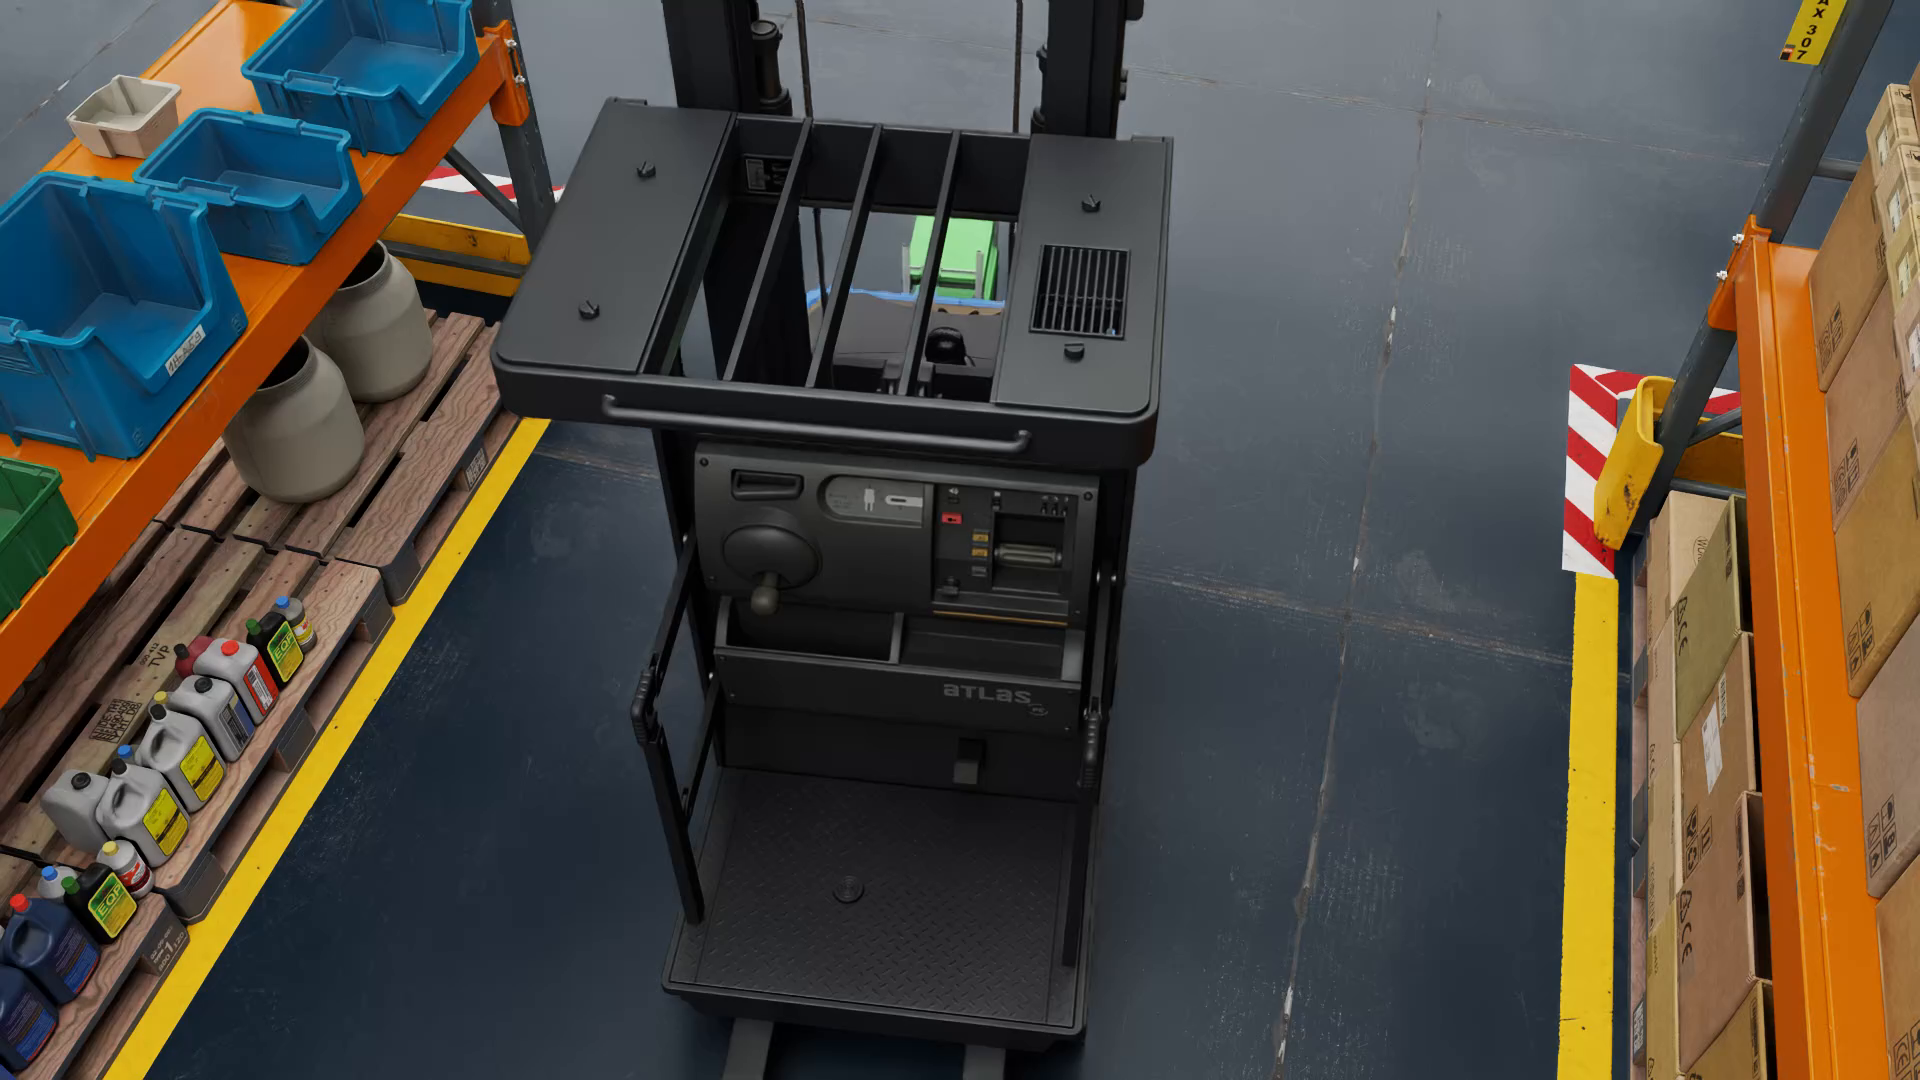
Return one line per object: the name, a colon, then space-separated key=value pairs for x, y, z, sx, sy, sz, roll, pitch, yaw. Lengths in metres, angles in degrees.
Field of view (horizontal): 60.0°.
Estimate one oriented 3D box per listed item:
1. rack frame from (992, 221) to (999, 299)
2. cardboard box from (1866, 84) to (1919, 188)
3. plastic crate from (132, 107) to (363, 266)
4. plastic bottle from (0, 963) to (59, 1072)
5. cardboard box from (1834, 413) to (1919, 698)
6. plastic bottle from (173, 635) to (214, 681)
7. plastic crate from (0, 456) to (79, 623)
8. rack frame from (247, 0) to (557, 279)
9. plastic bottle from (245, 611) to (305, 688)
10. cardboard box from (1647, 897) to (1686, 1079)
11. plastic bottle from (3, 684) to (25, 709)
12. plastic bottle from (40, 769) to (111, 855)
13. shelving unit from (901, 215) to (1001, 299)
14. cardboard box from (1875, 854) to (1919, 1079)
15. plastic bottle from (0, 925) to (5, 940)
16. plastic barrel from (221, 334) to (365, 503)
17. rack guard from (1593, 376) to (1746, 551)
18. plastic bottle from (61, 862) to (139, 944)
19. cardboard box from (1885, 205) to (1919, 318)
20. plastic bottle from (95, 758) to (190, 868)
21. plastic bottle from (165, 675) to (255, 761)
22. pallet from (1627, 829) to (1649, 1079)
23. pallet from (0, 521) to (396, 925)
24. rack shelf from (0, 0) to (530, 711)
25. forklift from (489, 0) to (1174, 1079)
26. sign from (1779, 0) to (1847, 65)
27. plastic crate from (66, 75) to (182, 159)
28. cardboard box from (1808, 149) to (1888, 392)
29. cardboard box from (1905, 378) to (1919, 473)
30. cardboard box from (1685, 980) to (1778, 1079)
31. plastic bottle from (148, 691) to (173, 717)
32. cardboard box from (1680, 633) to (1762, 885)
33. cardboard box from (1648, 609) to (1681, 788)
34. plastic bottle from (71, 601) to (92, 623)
rack frame: x=0.009 y=-0.831 z=5.684 sx=0.240 sy=1.200 sz=0.015 roll=5 pitch=49 yaw=5
cardboard box: x=2.477 y=-0.972 z=4.108 sx=0.380 sy=0.149 sz=0.250 roll=11 pitch=50 yaw=10
plastic crate: x=-2.009 y=-1.007 z=4.737 sx=0.499 sy=0.251 sz=0.408 roll=12 pitch=50 yaw=10
plastic bottle: x=-2.430 y=1.177 z=4.184 sx=0.144 sy=0.351 sz=0.185 roll=13 pitch=50 yaw=11
cardboard box: x=2.383 y=0.075 z=3.616 sx=0.700 sy=0.500 sz=0.500 roll=12 pitch=50 yaw=10
plastic bottle: x=-2.246 y=0.379 z=4.933 sx=0.061 sy=0.283 sz=0.133 roll=12 pitch=50 yaw=10
plastic crate: x=-2.413 y=0.092 z=3.810 sx=0.450 sy=0.188 sz=0.662 roll=12 pitch=50 yaw=10
rack frame: x=-1.990 y=-1.946 z=5.467 sx=1.000 sy=3.000 sz=0.127 roll=12 pitch=50 yaw=10
plastic bottle: x=-2.063 y=0.311 z=4.993 sx=0.061 sy=0.283 sz=0.133 roll=13 pitch=50 yaw=11
cardboard box: x=2.036 y=1.234 z=4.214 sx=0.500 sy=0.250 sz=0.500 roll=12 pitch=50 yaw=10
plastic bottle: x=-2.884 y=0.382 z=4.939 sx=0.097 sy=0.271 sz=0.097 roll=0 pitch=49 yaw=0
plastic bottle: x=-2.418 y=0.746 z=4.614 sx=0.152 sy=0.276 sz=0.135 roll=12 pitch=50 yaw=10
shelving unit: x=-0.021 y=-0.650 z=5.523 sx=0.258 sy=1.200 sz=0.503 roll=5 pitch=49 yaw=5
cardboard box: x=2.114 y=0.828 z=2.952 sx=0.700 sy=0.500 sz=0.500 roll=12 pitch=50 yaw=11
plastic bottle: x=-2.508 y=1.074 z=4.328 sx=0.097 sy=0.271 sz=0.097 roll=0 pitch=49 yaw=0
plastic barrel: x=-2.221 y=-0.408 z=5.488 sx=0.421 sy=0.512 sz=0.421 roll=0 pitch=49 yaw=0
rack guard: x=2.794 y=-0.156 z=5.554 sx=1.175 sy=0.500 sz=0.348 roll=12 pitch=50 yaw=10
plastic bottle: x=-2.297 y=0.951 z=4.428 sx=0.061 sy=0.283 sz=0.133 roll=14 pitch=50 yaw=12
cardboard box: x=2.343 y=-0.600 z=3.780 sx=0.380 sy=0.149 sz=0.250 roll=12 pitch=50 yaw=10
plastic bottle: x=-2.268 y=0.733 z=4.576 sx=0.144 sy=0.351 sz=0.185 roll=11 pitch=50 yaw=10
plastic bottle: x=-2.180 y=0.502 z=4.829 sx=0.152 sy=0.276 sz=0.135 roll=10 pitch=49 yaw=9
pallet: x=2.304 y=1.398 z=4.375 sx=1.003 sy=0.211 sz=1.213 roll=12 pitch=50 yaw=10
pallet: x=-2.507 y=0.507 z=5.161 sx=1.003 sy=0.211 sz=1.213 roll=12 pitch=50 yaw=10
rack shelf: x=-2.516 y=-0.261 z=4.460 sx=1.077 sy=0.370 sz=4.000 roll=12 pitch=50 yaw=10
forklift: x=-0.176 y=0.108 z=3.700 sx=1.130 sy=2.935 sz=3.031 roll=5 pitch=49 yaw=5
sign: x=2.254 y=-1.392 z=4.348 sx=0.100 sy=0.325 sz=0.005 roll=12 pitch=50 yaw=10
plastic crate: x=-2.536 y=-1.275 z=5.050 sx=0.298 sy=0.136 sz=0.250 roll=12 pitch=50 yaw=10
cardboard box: x=2.653 y=-0.663 z=4.268 sx=0.700 sy=0.500 sz=0.500 roll=12 pitch=50 yaw=10
cardboard box: x=2.207 y=-0.225 z=3.448 sx=0.380 sy=0.149 sz=0.250 roll=10 pitch=49 yaw=9
cardboard box: x=1.917 y=1.350 z=3.611 sx=0.500 sy=0.500 sz=0.500 roll=12 pitch=50 yaw=10
plastic bottle: x=-2.305 y=0.516 z=4.867 sx=0.097 sy=0.201 sz=0.097 roll=0 pitch=49 yaw=0
cardboard box: x=2.183 y=0.627 z=4.249 sx=0.500 sy=0.500 sz=0.500 roll=12 pitch=50 yaw=10
cardboard box: x=2.304 y=0.512 z=4.852 sx=0.500 sy=0.250 sz=0.500 roll=12 pitch=50 yaw=10
plastic bottle: x=-2.795 y=0.160 z=5.182 sx=0.097 sy=0.201 sz=0.097 roll=0 pitch=49 yaw=0
